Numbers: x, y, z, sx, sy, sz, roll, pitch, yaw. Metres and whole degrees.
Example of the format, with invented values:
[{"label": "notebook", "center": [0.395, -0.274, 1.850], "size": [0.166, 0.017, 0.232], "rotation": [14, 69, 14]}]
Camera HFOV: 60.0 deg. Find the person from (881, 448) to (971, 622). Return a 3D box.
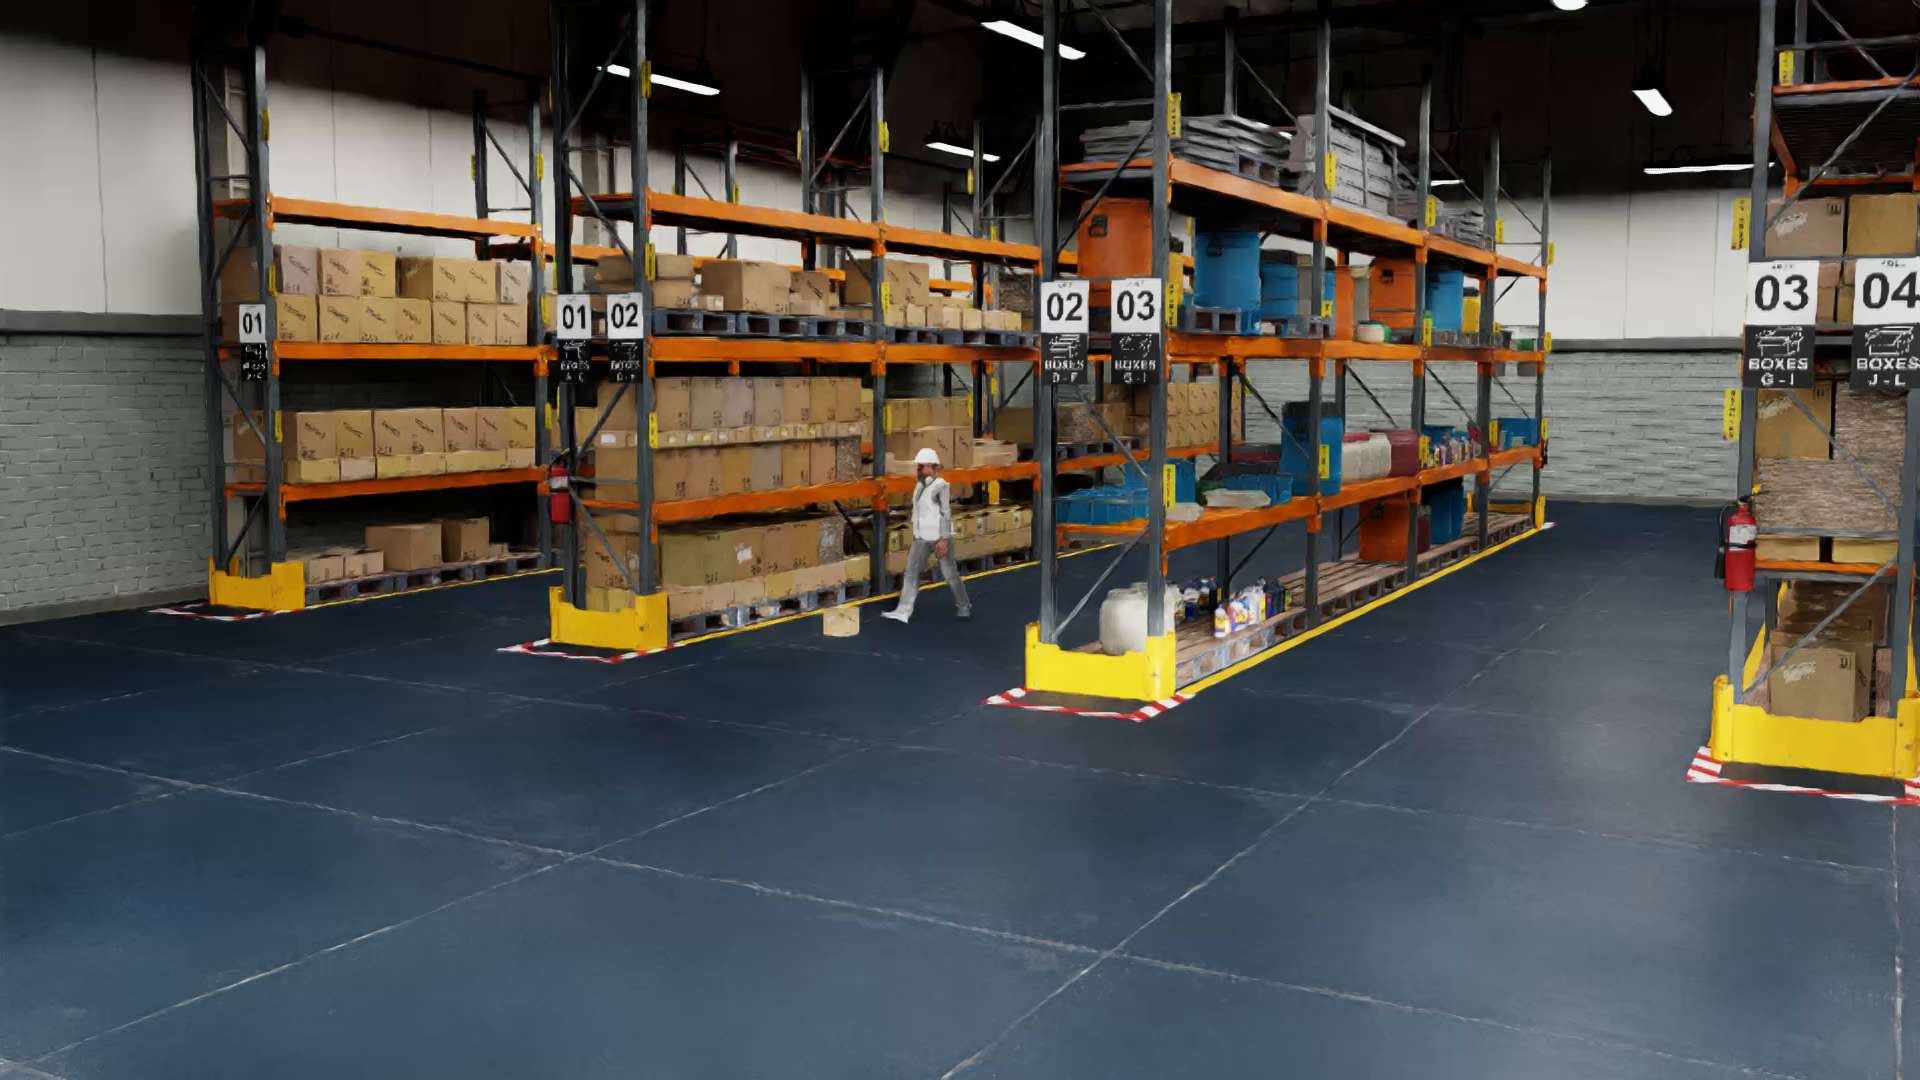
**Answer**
[{"label": "person", "center": [-0.307, -0.042, 16.560], "size": [0.925, 1.741, 0.474], "rotation": [-5, 8, -38]}]
